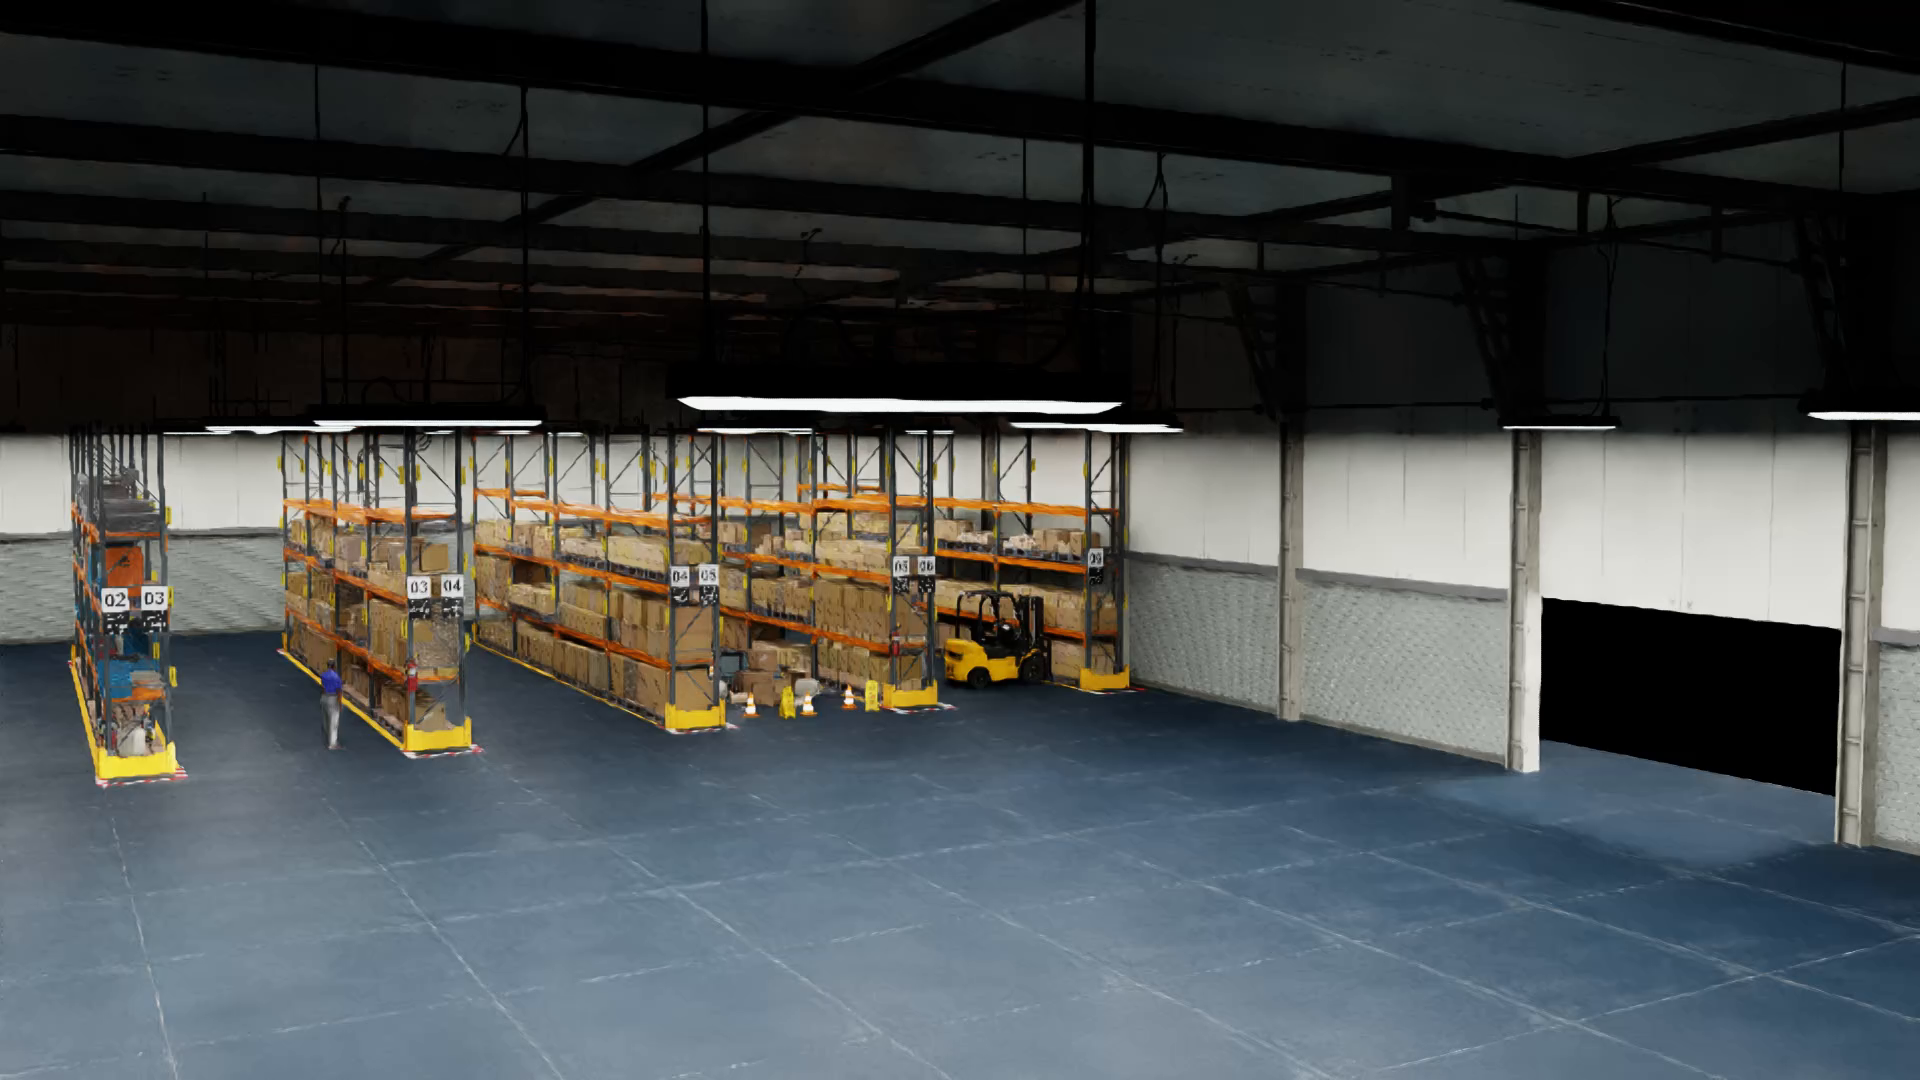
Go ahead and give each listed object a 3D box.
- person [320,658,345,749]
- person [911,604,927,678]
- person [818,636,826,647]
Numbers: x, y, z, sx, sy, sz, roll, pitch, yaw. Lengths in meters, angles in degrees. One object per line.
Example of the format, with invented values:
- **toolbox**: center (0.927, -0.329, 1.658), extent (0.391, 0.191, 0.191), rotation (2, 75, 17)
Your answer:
- **person**: center (-11.525, 2.988, 30.589), extent (0.553, 1.667, 0.437), rotation (2, 4, 31)
- **person**: center (-1.061, 2.397, 39.525), extent (0.539, 1.755, 0.635), rotation (0, 4, -4)
- **person**: center (-3.751, 2.160, 44.096), extent (0.479, 1.666, 0.523), rotation (0, 4, 0)
